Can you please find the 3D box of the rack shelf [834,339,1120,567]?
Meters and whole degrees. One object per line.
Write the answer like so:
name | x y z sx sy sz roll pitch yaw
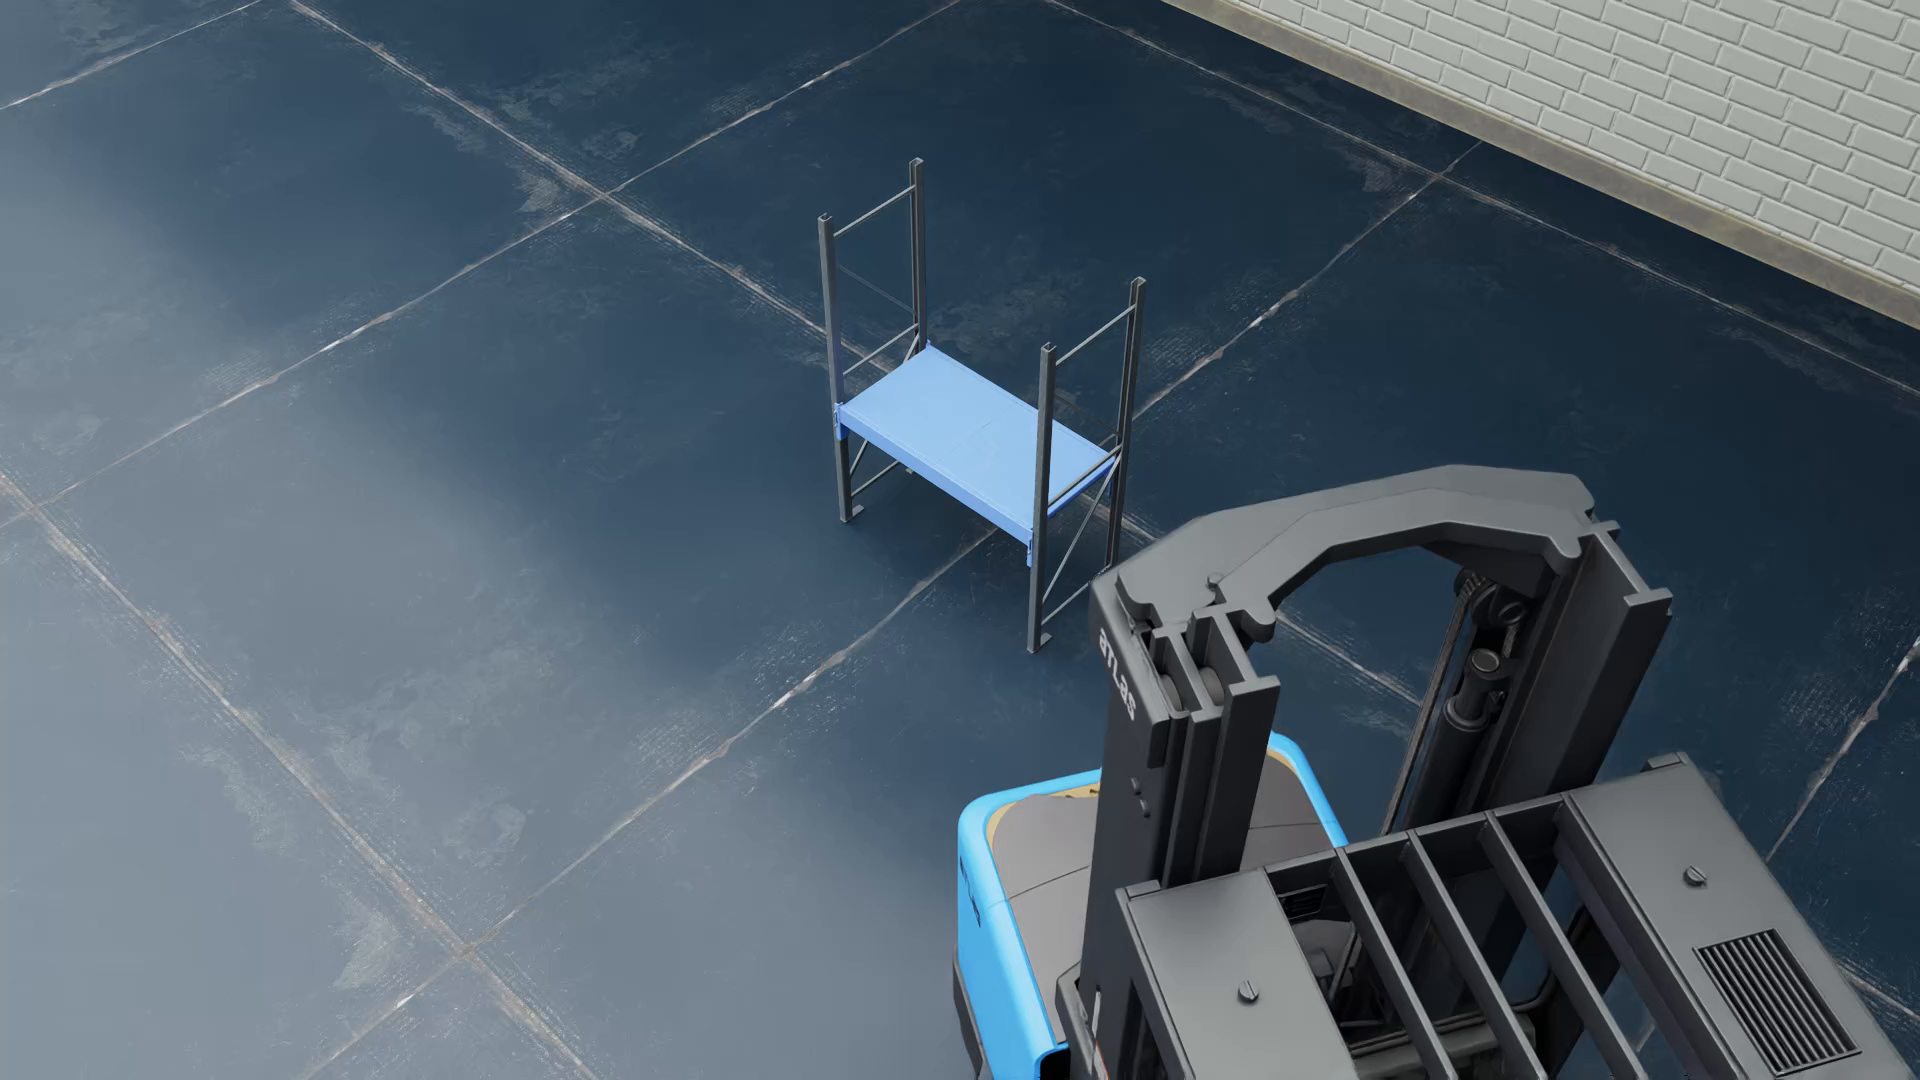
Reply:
rack shelf | 0.063 -0.348 6.295 1.000 0.185 0.538 34 55 28

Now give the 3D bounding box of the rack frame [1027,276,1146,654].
rack frame | 0.436 -0.220 5.928 0.032 1.500 0.500 34 55 28

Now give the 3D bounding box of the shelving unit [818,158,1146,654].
shelving unit | 0.063 -0.471 6.164 1.048 1.500 0.538 34 55 28

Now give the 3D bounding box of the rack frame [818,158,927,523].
rack frame | -0.311 -0.723 6.400 0.032 1.500 0.500 34 55 28

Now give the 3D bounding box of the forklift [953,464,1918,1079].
forklift | 0.862 1.399 3.426 1.130 2.935 3.031 -11 48 -10
